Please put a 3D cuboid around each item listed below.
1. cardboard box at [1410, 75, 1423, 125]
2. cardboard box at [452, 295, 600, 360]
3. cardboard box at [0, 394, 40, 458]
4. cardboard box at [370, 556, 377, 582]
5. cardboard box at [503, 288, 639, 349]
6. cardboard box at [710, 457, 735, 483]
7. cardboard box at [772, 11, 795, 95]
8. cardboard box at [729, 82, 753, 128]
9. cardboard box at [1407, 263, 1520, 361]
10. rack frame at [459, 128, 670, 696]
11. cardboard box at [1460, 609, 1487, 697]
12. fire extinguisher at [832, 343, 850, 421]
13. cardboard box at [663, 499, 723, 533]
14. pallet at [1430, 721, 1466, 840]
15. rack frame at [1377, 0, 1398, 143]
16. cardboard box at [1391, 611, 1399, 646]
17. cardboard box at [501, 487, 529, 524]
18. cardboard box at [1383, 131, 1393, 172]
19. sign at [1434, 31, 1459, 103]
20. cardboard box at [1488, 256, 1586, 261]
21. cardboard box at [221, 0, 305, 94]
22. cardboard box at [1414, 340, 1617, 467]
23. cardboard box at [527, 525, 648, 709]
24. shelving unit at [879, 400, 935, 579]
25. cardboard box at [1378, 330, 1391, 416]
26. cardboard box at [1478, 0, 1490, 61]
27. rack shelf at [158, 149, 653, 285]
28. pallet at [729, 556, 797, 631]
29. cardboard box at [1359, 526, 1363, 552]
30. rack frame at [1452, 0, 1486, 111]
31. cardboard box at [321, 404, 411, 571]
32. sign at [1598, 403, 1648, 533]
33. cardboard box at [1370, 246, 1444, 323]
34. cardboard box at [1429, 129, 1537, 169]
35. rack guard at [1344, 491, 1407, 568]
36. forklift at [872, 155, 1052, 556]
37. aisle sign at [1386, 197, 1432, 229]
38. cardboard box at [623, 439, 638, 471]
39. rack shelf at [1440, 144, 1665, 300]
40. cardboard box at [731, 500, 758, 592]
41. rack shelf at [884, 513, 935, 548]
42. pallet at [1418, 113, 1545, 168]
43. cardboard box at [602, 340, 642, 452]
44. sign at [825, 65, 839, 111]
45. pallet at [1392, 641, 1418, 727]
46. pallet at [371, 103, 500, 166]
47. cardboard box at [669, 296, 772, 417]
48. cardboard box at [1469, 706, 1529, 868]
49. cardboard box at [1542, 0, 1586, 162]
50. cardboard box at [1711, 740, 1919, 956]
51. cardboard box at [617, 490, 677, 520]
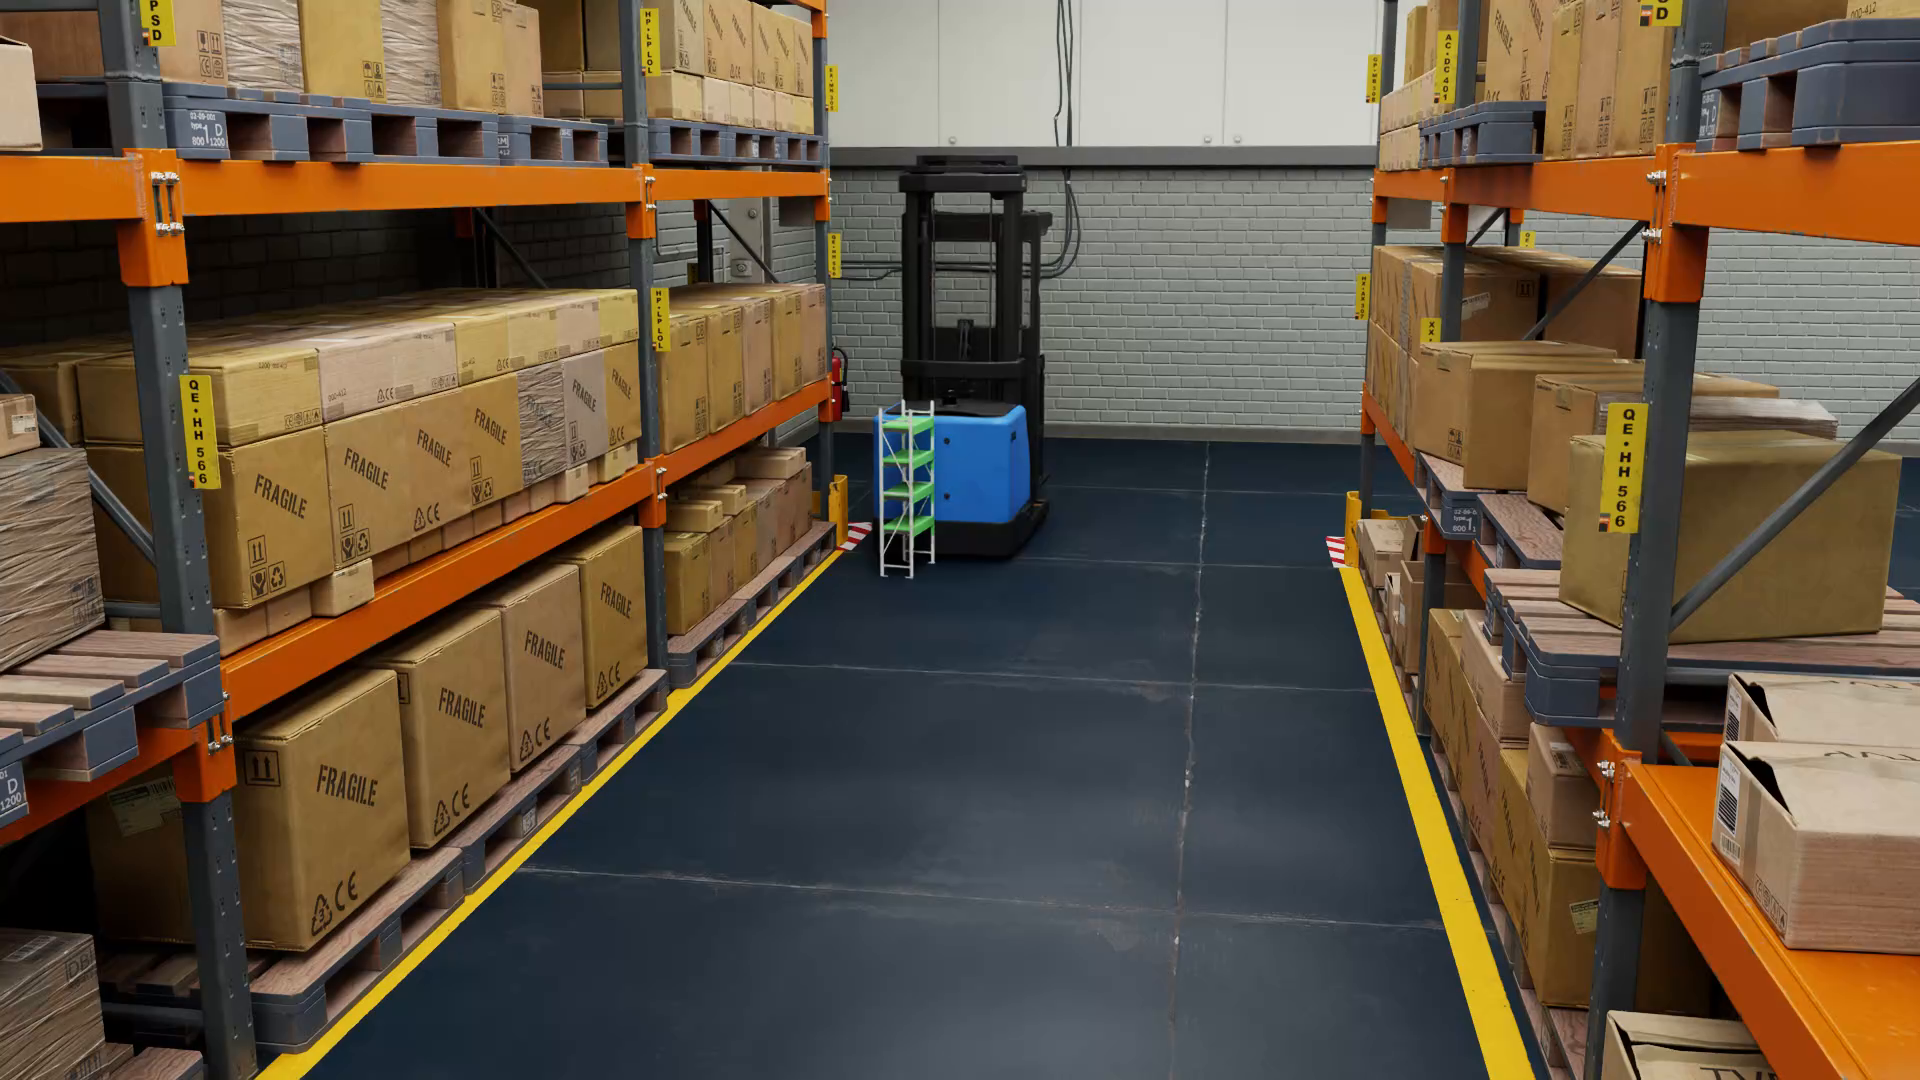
[{"bbox_3d":[2.772,-2.423,9.165,0.500,0.250,0.500,2,12,9],"label":"cardboard box"},{"bbox_3d":[-1.996,-0.986,7.679,0.500,0.250,0.500,2,12,10],"label":"cardboard box"},{"bbox_3d":[-2.727,-0.303,4.457,0.380,0.149,0.250,0,12,1],"label":"cardboard box"},{"bbox_3d":[-2.336,0.096,5.975,0.380,0.149,0.250,2,12,8],"label":"cardboard box"},{"bbox_3d":[-1.908,-1.092,8.171,0.500,0.250,0.500,2,12,10],"label":"cardboard box"},{"bbox_3d":[-1.777,-0.486,11.527,0.380,0.149,0.250,2,12,9],"label":"cardboard box"},{"bbox_3d":[-1.404,-3.209,10.984,0.500,0.500,0.500,2,12,10],"label":"cardboard box"},{"bbox_3d":[-1.558,-2.622,10.043,0.500,0.250,0.500,2,12,7],"label":"cardboard box"},{"bbox_3d":[2.705,-1.226,8.949,0.500,0.500,0.500,2,12,8],"label":"cardboard box"},{"bbox_3d":[-2.089,-0.627,8.784,1.000,3.000,0.127,2,12,9],"label":"rack frame"},{"bbox_3d":[2.338,0.474,6.784,0.500,0.250,0.500,2,12,9],"label":"cardboard box"},{"bbox_3d":[-0.994,-1.256,12.771,0.296,0.674,0.183,2,12,9],"label":"fire extinguisher"},{"bbox_3d":[-1.639,-0.145,9.945,0.380,0.149,0.250,2,12,11],"label":"cardboard box"},{"bbox_3d":[2.719,1.066,7.545,1.003,0.211,1.213,2,12,9],"label":"pallet"},{"bbox_3d":[3.422,-4.233,11.274,1.000,3.000,0.127,2,12,9],"label":"rack frame"},{"bbox_3d":[2.612,0.503,9.261,0.380,0.149,0.250,2,12,9],"label":"cardboard box"},{"bbox_3d":[-2.100,-0.172,7.218,0.380,0.149,0.250,2,12,7],"label":"cardboard box"},{"bbox_3d":[3.002,-2.491,10.667,0.500,0.250,0.500,2,12,9],"label":"cardboard box"},{"bbox_3d":[2.269,-2.203,7.746,0.100,0.325,0.005,2,12,9],"label":"sign"},{"bbox_3d":[3.394,-1.416,9.833,0.500,0.500,0.500,2,12,10],"label":"cardboard box"},{"bbox_3d":[-2.657,-1.740,5.544,0.700,0.500,0.500,1,12,6],"label":"cardboard box"},{"bbox_3d":[2.513,-0.630,7.564,0.700,0.500,0.500,-2,12,-10],"label":"cardboard box"},{"bbox_3d":[-2.060,0.358,8.319,0.750,0.750,0.750,2,12,9],"label":"cardboard box"},{"bbox_3d":[-0.375,-0.368,11.853,0.258,1.200,0.503,4,13,16],"label":"shelving unit"},{"bbox_3d":[2.939,-1.053,10.523,0.500,0.500,0.500,2,12,8],"label":"cardboard box"},{"bbox_3d":[2.844,-2.574,8.086,0.700,0.500,0.500,2,12,9],"label":"cardboard box"},{"bbox_3d":[-2.396,-1.326,6.612,1.077,0.370,4.000,2,12,9],"label":"rack shelf"},{"bbox_3d":[-1.709,0.326,10.982,1.003,0.211,1.213,2,12,9],"label":"pallet"},{"bbox_3d":[2.979,-0.002,11.564,0.380,0.166,0.250,2,12,9],"label":"cardboard box"},{"bbox_3d":[2.807,-3.400,7.411,1.000,3.000,0.127,2,12,9],"label":"rack frame"},{"bbox_3d":[-2.287,-0.200,5.811,0.500,0.500,0.500,2,12,11],"label":"cardboard box"},{"bbox_3d":[1.654,-0.178,4.138,0.100,0.325,0.005,2,12,9],"label":"sign"},{"bbox_3d":[3.093,-1.754,11.401,0.500,0.500,0.500,2,12,10],"label":"cardboard box"},{"bbox_3d":[2.619,-1.970,8.252,0.500,0.250,0.500,2,12,9],"label":"cardboard box"},{"bbox_3d":[3.410,-0.062,12.096,1.175,0.500,0.348,2,12,9],"label":"rack guard"},{"bbox_3d":[0.134,-1.578,13.359,1.130,2.935,3.031,2,12,11],"label":"forklift"},{"bbox_3d":[3.142,-2.595,11.742,0.394,0.787,0.004,2,12,9],"label":"aisle sign"},{"bbox_3d":[-1.861,-0.435,8.439,0.380,0.149,0.250,2,12,9],"label":"cardboard box"},{"bbox_3d":[2.499,-1.166,5.870,1.077,0.370,4.000,2,12,9],"label":"rack shelf"},{"bbox_3d":[-1.711,0.026,10.690,0.700,0.500,0.500,2,12,10],"label":"cardboard box"},{"bbox_3d":[-0.375,-0.071,11.917,0.258,0.148,0.480,4,13,16],"label":"rack shelf"},{"bbox_3d":[2.637,-1.708,7.127,1.213,0.211,1.003,2,12,9],"label":"pallet"},{"bbox_3d":[-1.911,-0.727,8.256,0.500,0.500,0.500,2,12,8],"label":"cardboard box"},{"bbox_3d":[-0.940,-3.300,12.151,0.100,0.325,0.005,2,12,9],"label":"sign"},{"bbox_3d":[2.913,0.753,9.000,1.003,0.211,1.213,2,12,9],"label":"pallet"},{"bbox_3d":[-2.488,-1.537,6.334,1.003,0.211,1.213,2,12,11],"label":"pallet"},{"bbox_3d":[-1.769,-1.190,10.682,0.980,0.700,0.700,1,12,6],"label":"cardboard box"},{"bbox_3d":[2.258,0.953,6.342,0.500,0.500,0.500,1,12,7],"label":"cardboard box"},{"bbox_3d":[2.384,-1.456,5.274,0.910,0.500,0.500,2,12,9],"label":"cardboard box"},{"bbox_3d":[1.862,0.589,3.353,0.500,0.311,0.500,2,12,8],"label":"cardboard box"},{"bbox_3d":[-1.972,-0.221,10.295,0.380,0.149,0.250,1,12,7],"label":"cardboard box"}]
